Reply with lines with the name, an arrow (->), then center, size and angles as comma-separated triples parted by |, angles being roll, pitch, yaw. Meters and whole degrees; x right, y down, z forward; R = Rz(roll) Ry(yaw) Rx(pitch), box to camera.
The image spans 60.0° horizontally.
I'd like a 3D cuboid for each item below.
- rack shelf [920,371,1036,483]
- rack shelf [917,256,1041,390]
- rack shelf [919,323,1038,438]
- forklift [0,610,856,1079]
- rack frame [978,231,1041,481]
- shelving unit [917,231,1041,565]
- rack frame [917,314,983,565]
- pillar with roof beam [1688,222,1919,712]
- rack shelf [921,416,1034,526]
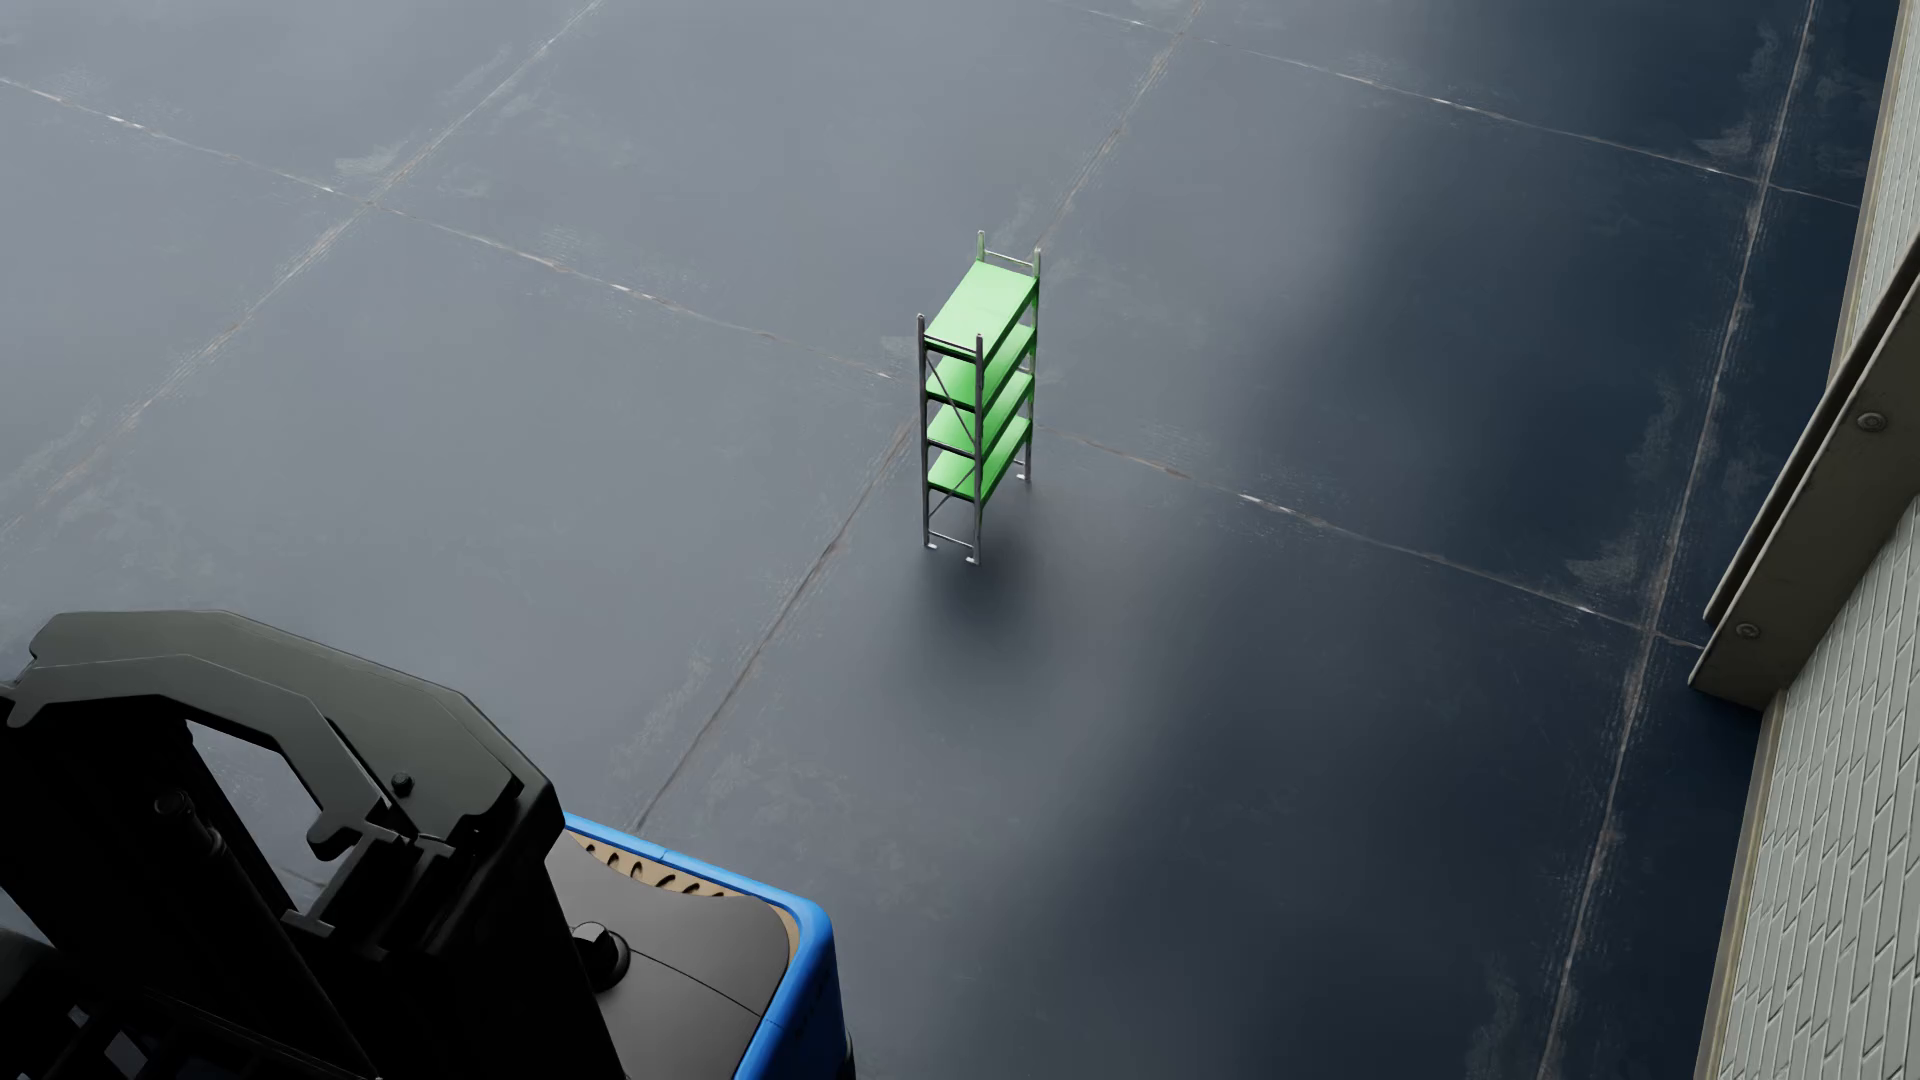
rack shelf -> 0.071, -0.461, 6.254 | 0.258, 0.148, 0.480 | 20, 52, 16
rack shelf -> 0.071, -0.772, 5.888 | 0.258, 0.148, 0.480 | 20, 52, 16
rack shelf -> 0.071, -0.617, 6.071 | 0.258, 0.148, 0.480 | 20, 52, 16
forklift -> -1.328, 1.624, 3.259 | 1.130, 2.935, 3.031 | 17, 52, 14
rack frame -> 0.175, -0.671, 6.348 | 0.240, 1.200, 0.015 | 20, 52, 16
shelving unit -> 0.071, -0.503, 6.205 | 0.258, 1.200, 0.503 | 20, 52, 16
rack frame -> -0.034, -0.335, 6.062 | 0.240, 1.200, 0.015 | 20, 52, 16
pillar with roof beam -> -0.996, -3.868, 3.948 | 9.100, 9.000, 0.400 | 20, 52, 16
rack shelf -> 0.071, -0.306, 6.437 | 0.258, 0.148, 0.480 | 20, 52, 16
